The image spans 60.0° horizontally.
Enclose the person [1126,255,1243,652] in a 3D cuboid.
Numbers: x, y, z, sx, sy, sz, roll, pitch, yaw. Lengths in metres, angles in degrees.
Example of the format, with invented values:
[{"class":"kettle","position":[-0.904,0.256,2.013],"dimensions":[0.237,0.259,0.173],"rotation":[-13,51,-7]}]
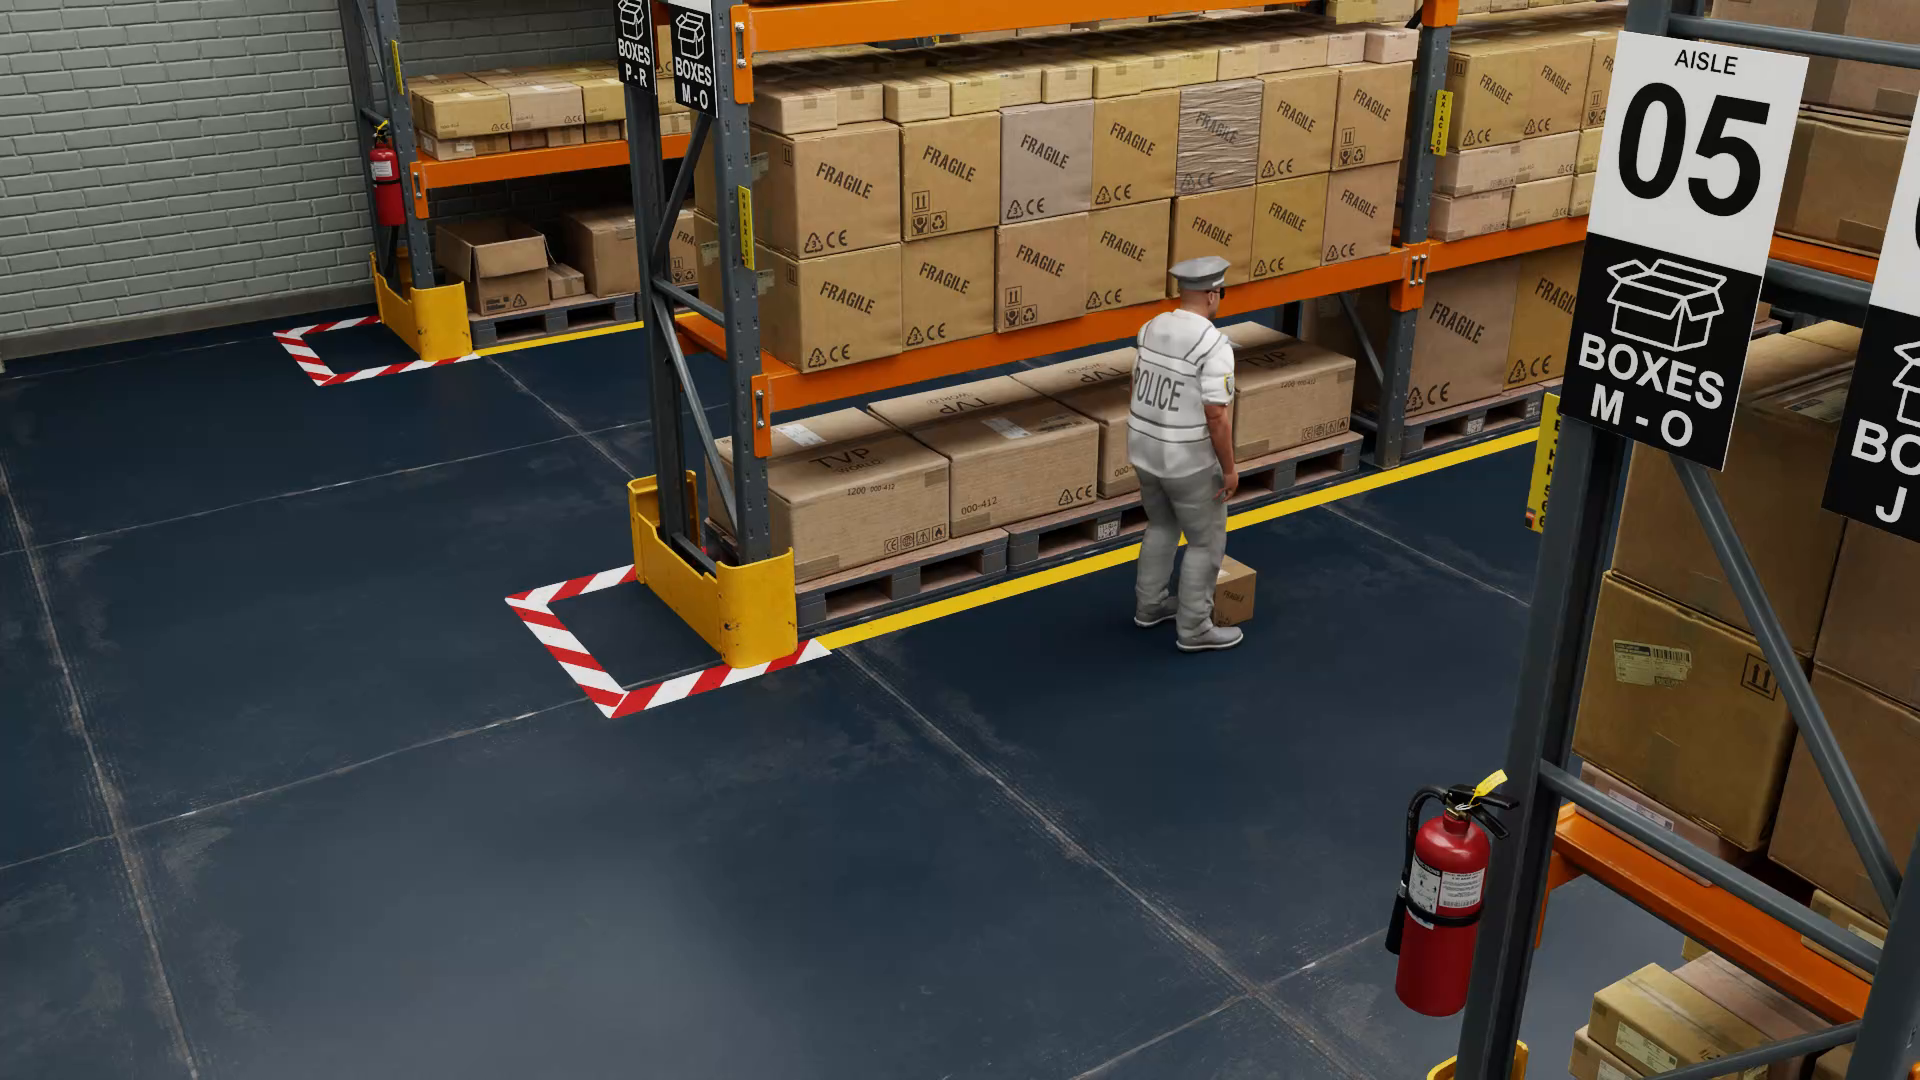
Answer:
[{"class":"person","position":[0.983,-0.371,7.396],"dimensions":[0.437,1.747,0.604],"rotation":[-17,30,-33]}]
